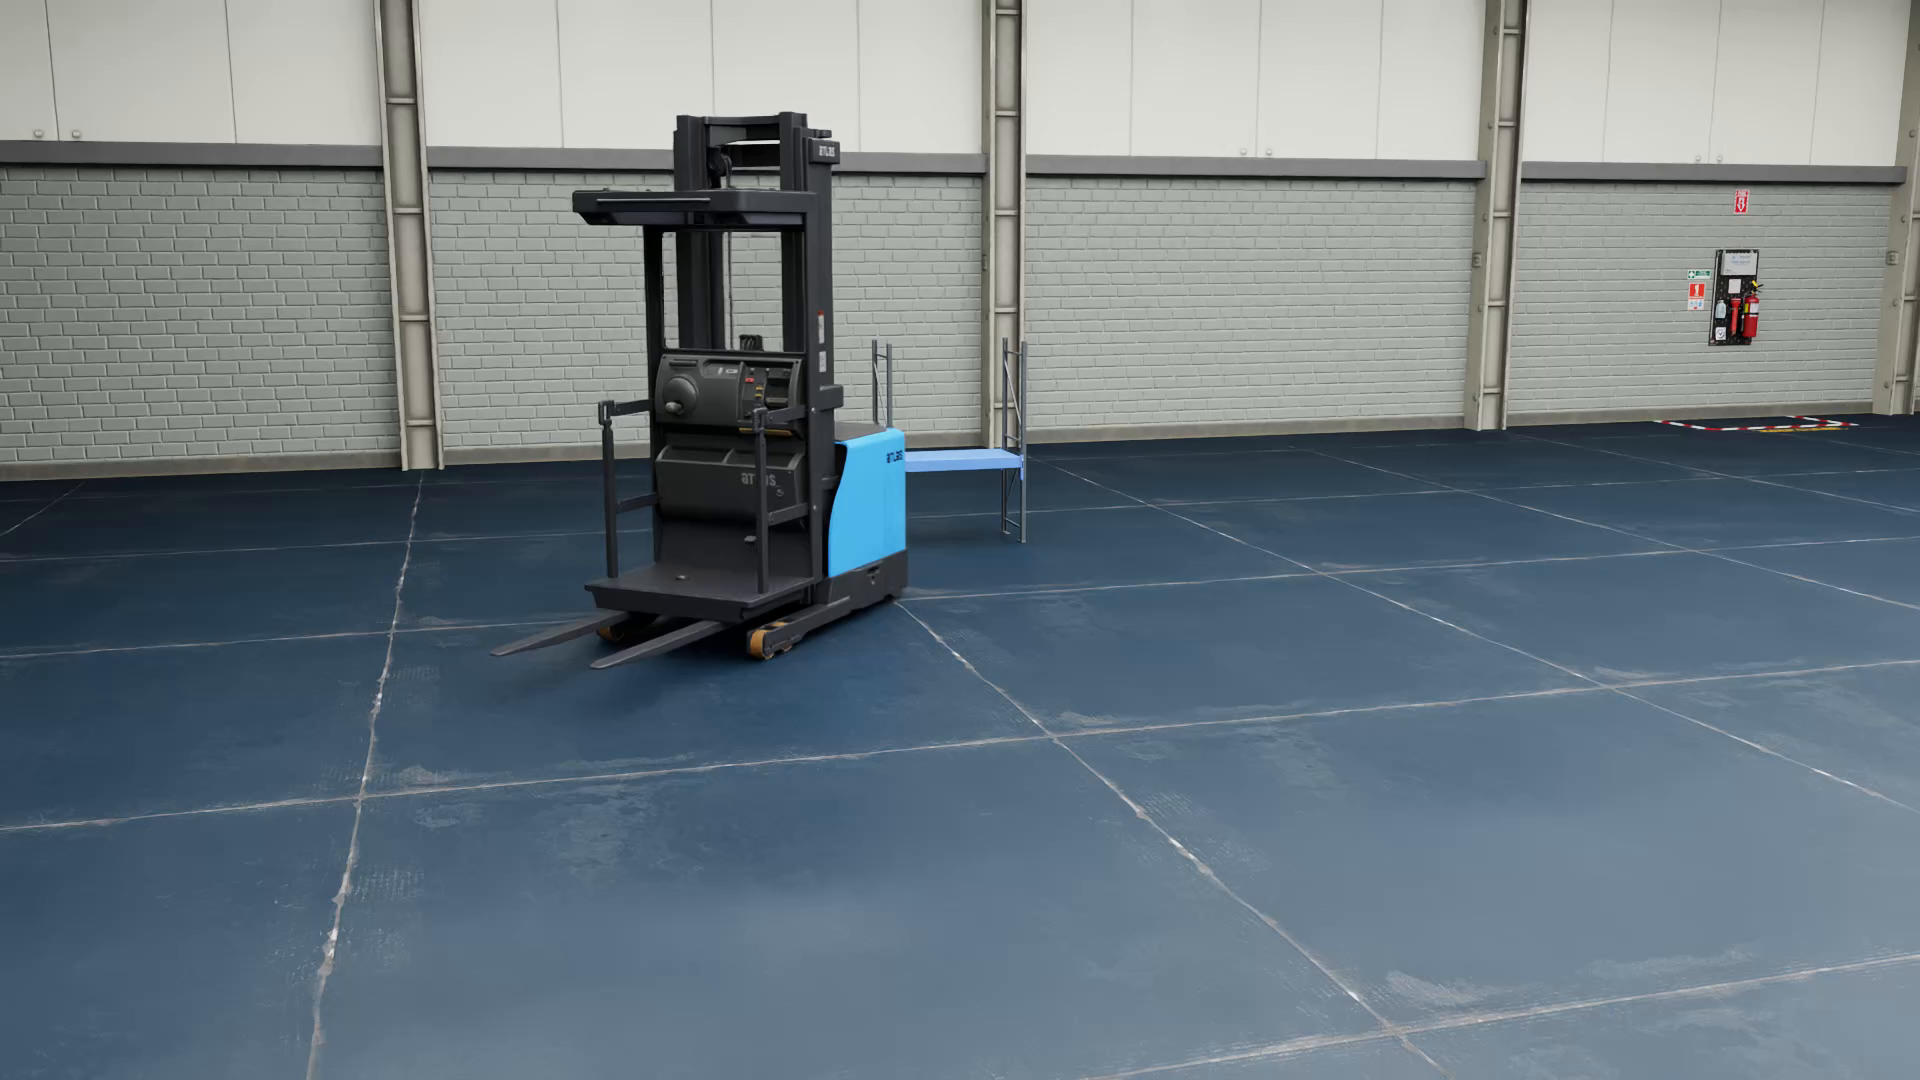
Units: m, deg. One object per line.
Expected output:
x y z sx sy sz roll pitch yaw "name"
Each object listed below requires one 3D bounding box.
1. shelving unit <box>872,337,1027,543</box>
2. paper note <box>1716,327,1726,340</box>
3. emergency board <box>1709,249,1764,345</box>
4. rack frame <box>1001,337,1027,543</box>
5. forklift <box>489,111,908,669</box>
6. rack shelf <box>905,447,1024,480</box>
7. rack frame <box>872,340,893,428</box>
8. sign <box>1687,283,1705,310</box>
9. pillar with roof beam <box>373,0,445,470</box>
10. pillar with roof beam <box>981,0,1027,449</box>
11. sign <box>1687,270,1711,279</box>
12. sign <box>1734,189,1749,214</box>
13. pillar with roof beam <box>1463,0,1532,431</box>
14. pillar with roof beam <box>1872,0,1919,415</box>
-0.082 -0.733 12.387 1.048 1.500 0.538 -3 11 -16 "shelving unit"
9.409 -2.553 20.560 0.142 0.148 0.016 -3 11 -16 "paper note"
9.598 -2.983 20.464 0.643 1.169 0.194 -3 11 -16 "emergency board"
0.406 -0.759 12.527 0.032 1.500 0.500 -3 11 -16 "rack frame"
-1.404 -0.881 9.239 1.130 2.935 3.031 5 11 24 "forklift"
-0.082 -0.556 12.420 1.000 0.185 0.538 -3 11 -16 "rack shelf"
-0.570 -0.708 12.247 0.032 1.500 0.500 -3 11 -16 "rack frame"
9.038 -2.990 20.406 0.234 0.329 0.001 -3 11 -16 "sign"
-4.098 -4.392 11.551 0.400 9.000 9.100 -3 11 -16 "pillar with roof beam"
1.663 -4.696 13.200 0.400 9.000 9.100 -3 11 -16 "pillar with roof beam"
9.045 -3.250 20.351 0.331 0.109 0.001 -3 11 -16 "sign"
9.562 -4.140 20.346 0.199 0.298 0.001 -3 11 -16 "sign"
7.424 -5.000 14.849 0.400 9.000 9.100 -3 11 -16 "pillar with roof beam"
13.185 -5.303 16.499 0.400 9.000 9.100 -3 11 -16 "pillar with roof beam"
